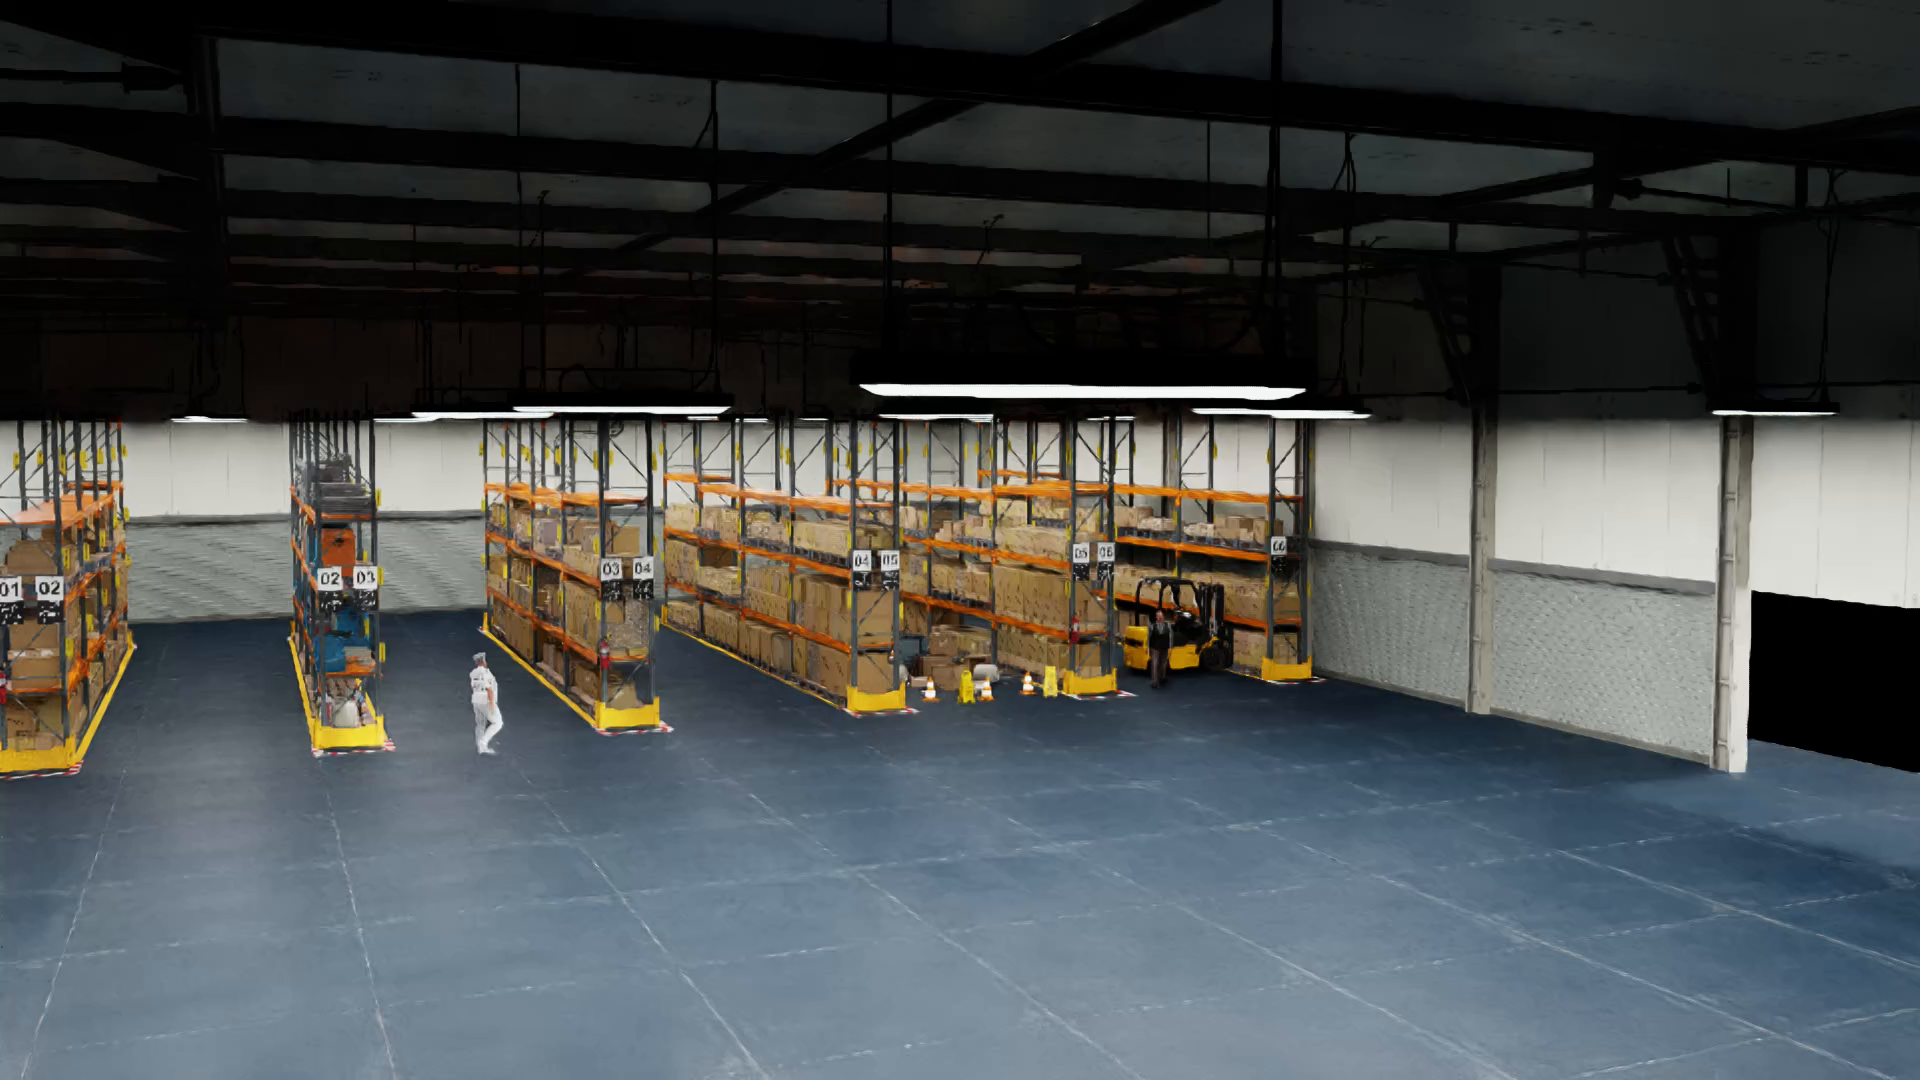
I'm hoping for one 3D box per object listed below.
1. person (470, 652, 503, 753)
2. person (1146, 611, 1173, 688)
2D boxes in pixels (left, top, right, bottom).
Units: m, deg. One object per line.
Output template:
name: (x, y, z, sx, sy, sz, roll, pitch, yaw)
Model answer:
person: (-8.238, 2.832, 28.754, 0.575, 1.753, 0.467, 3, 5, 39)
person: (4.349, 2.363, 36.199, 0.571, 1.666, 0.961, 0, 4, -2)
